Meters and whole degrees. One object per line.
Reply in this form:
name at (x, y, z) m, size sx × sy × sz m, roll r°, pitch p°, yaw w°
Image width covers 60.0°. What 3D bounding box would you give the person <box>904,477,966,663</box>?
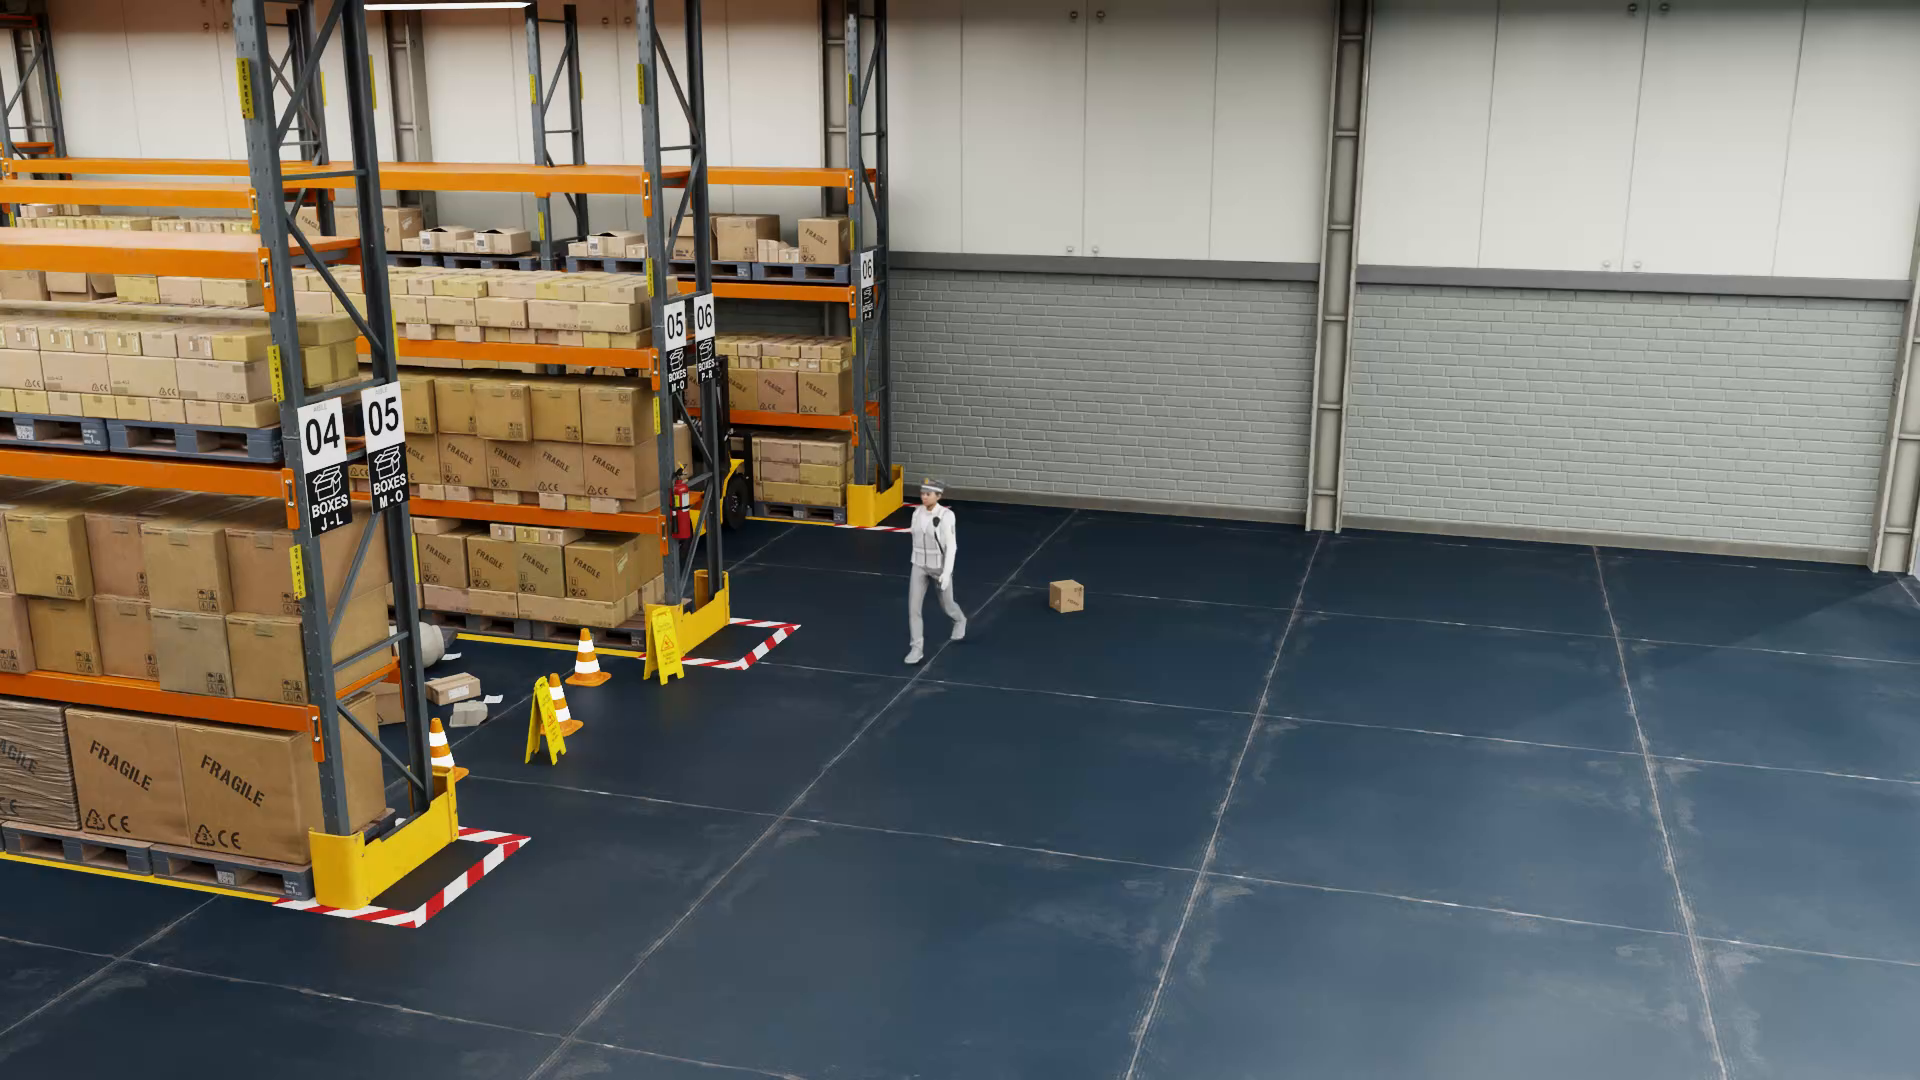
person at (-0.232, 0.223, 15.033) m, size 0.478 × 1.644 × 0.928 m, roll 7°, pitch 16°, yaw 23°
